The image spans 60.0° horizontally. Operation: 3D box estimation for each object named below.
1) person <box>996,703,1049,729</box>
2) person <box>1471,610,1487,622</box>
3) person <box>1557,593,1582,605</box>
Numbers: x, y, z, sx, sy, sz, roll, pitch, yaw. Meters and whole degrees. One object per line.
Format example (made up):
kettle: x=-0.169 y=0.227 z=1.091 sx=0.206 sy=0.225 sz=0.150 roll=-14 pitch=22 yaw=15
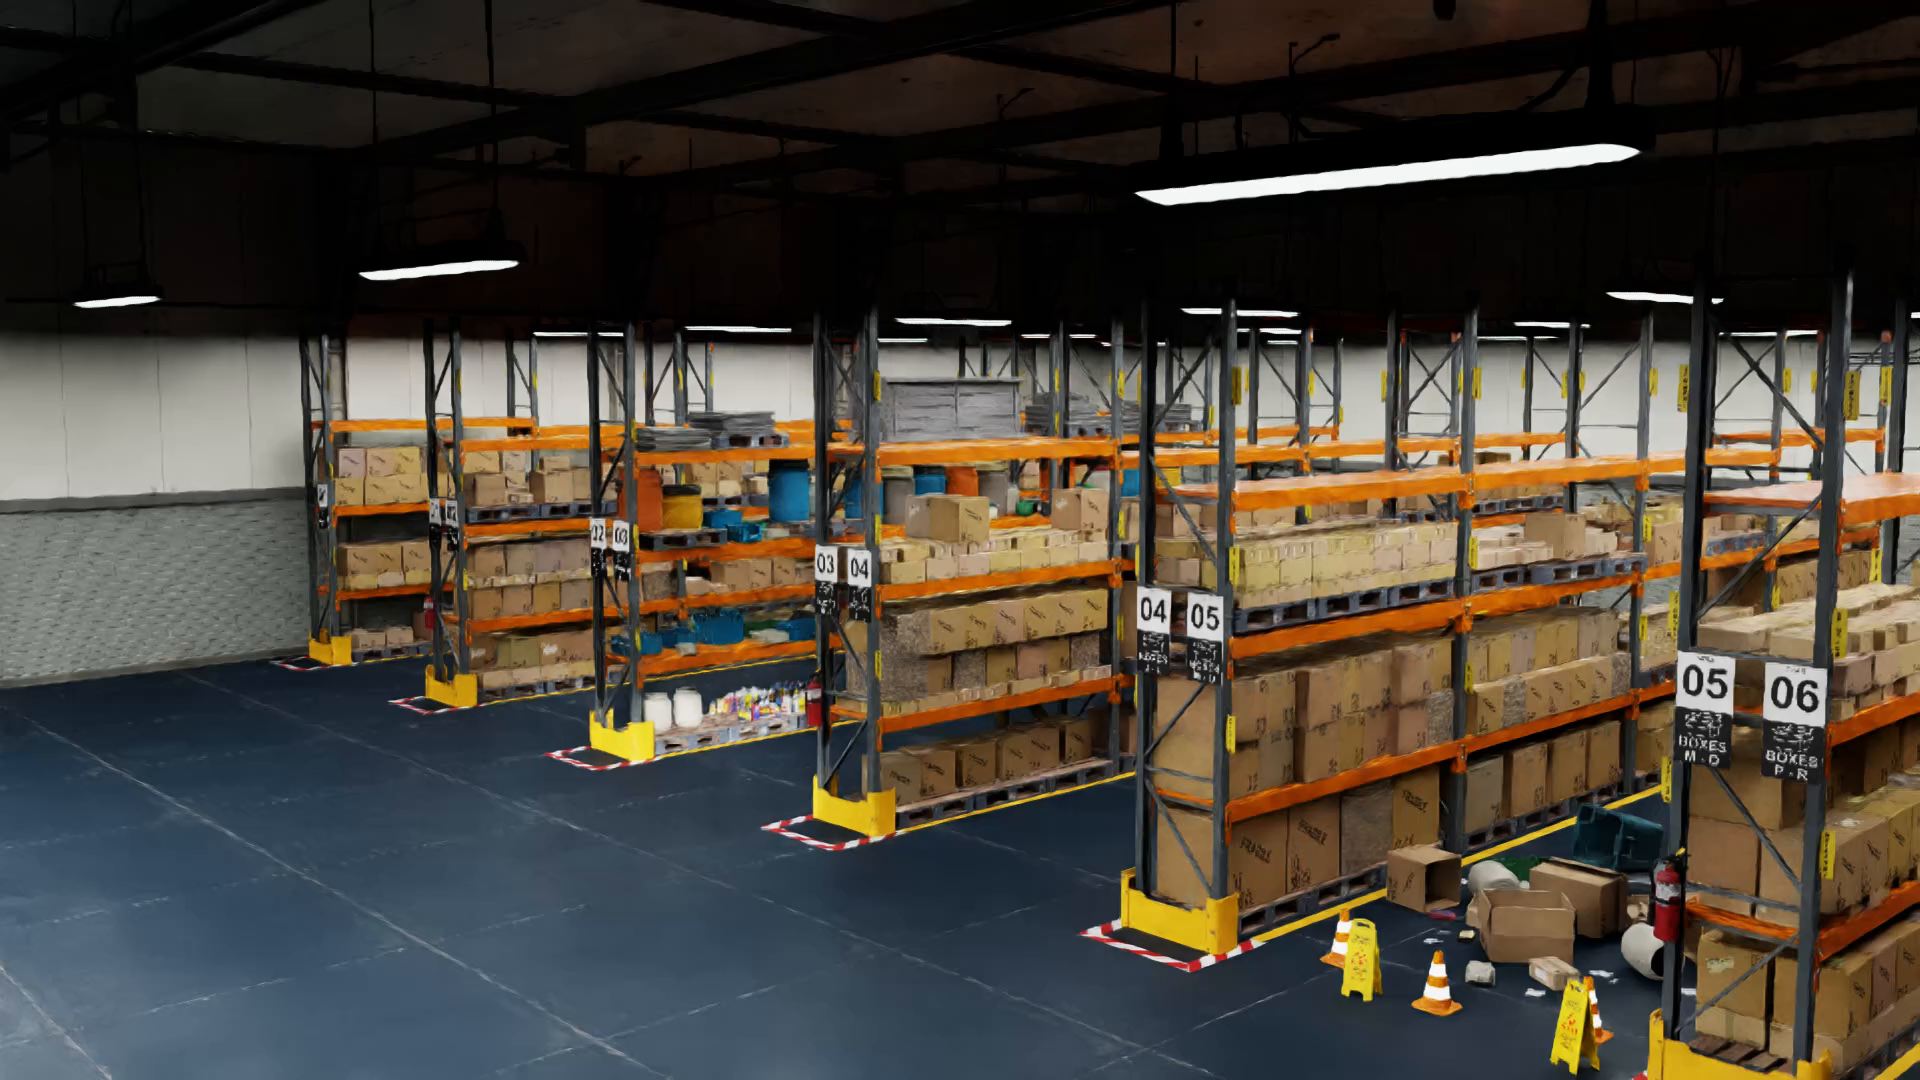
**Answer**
person: x=0.873 y=1.994 z=22.970 sx=1.045 sy=1.722 sz=0.634 roll=-2 pitch=6 yaw=-23
person: x=7.820 y=1.787 z=25.052 sx=1.121 sy=1.687 sz=0.577 roll=-5 pitch=8 yaw=-40
person: x=11.215 y=1.237 z=30.537 sx=0.666 sy=1.671 sz=0.550 roll=-1 pitch=6 yaw=-10
